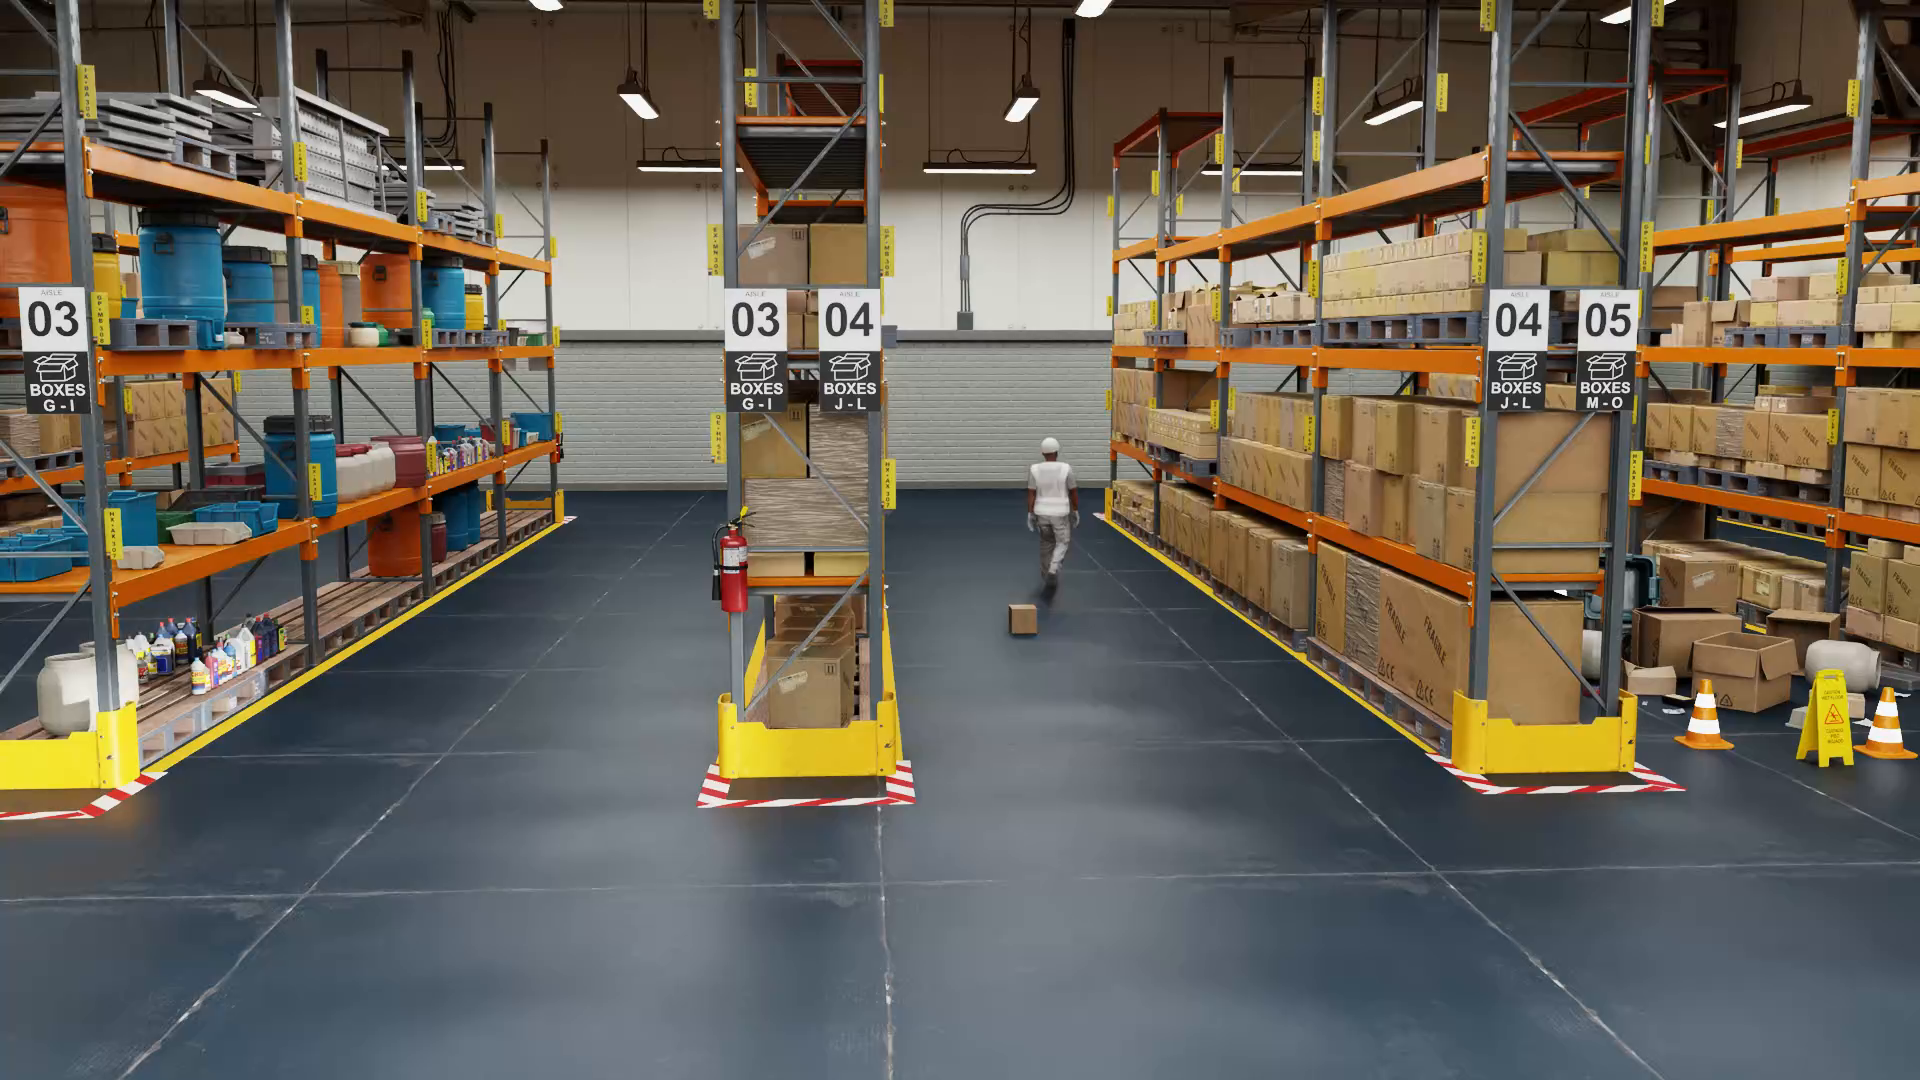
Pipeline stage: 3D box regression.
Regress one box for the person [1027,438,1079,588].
[{"bbox_3d":[1.067,-0.297,19.101,0.572,1.759,0.867,2,7,13],"label":"person"}]
